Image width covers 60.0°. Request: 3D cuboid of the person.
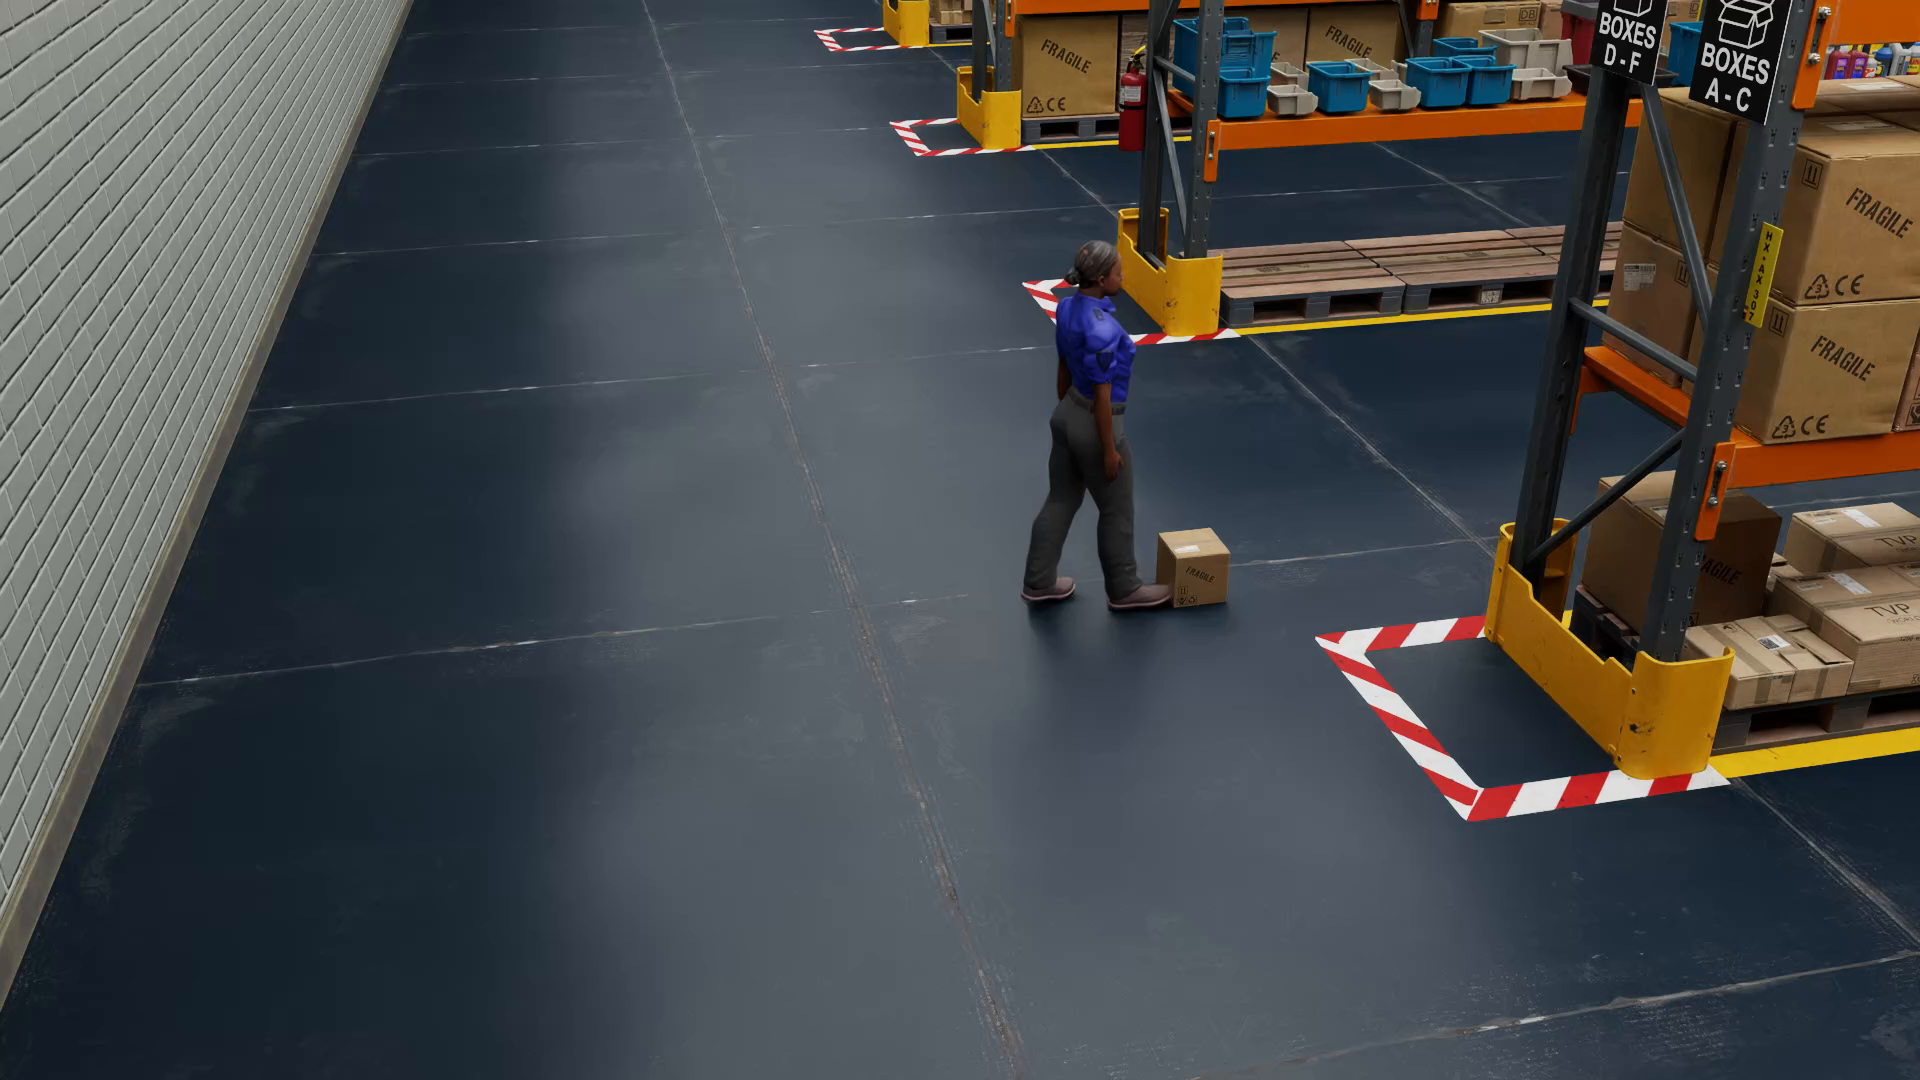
[{"bbox_3d":[0.597,-0.467,7.025,0.646,1.656,0.457,-10,28,-18],"label":"person"}]
